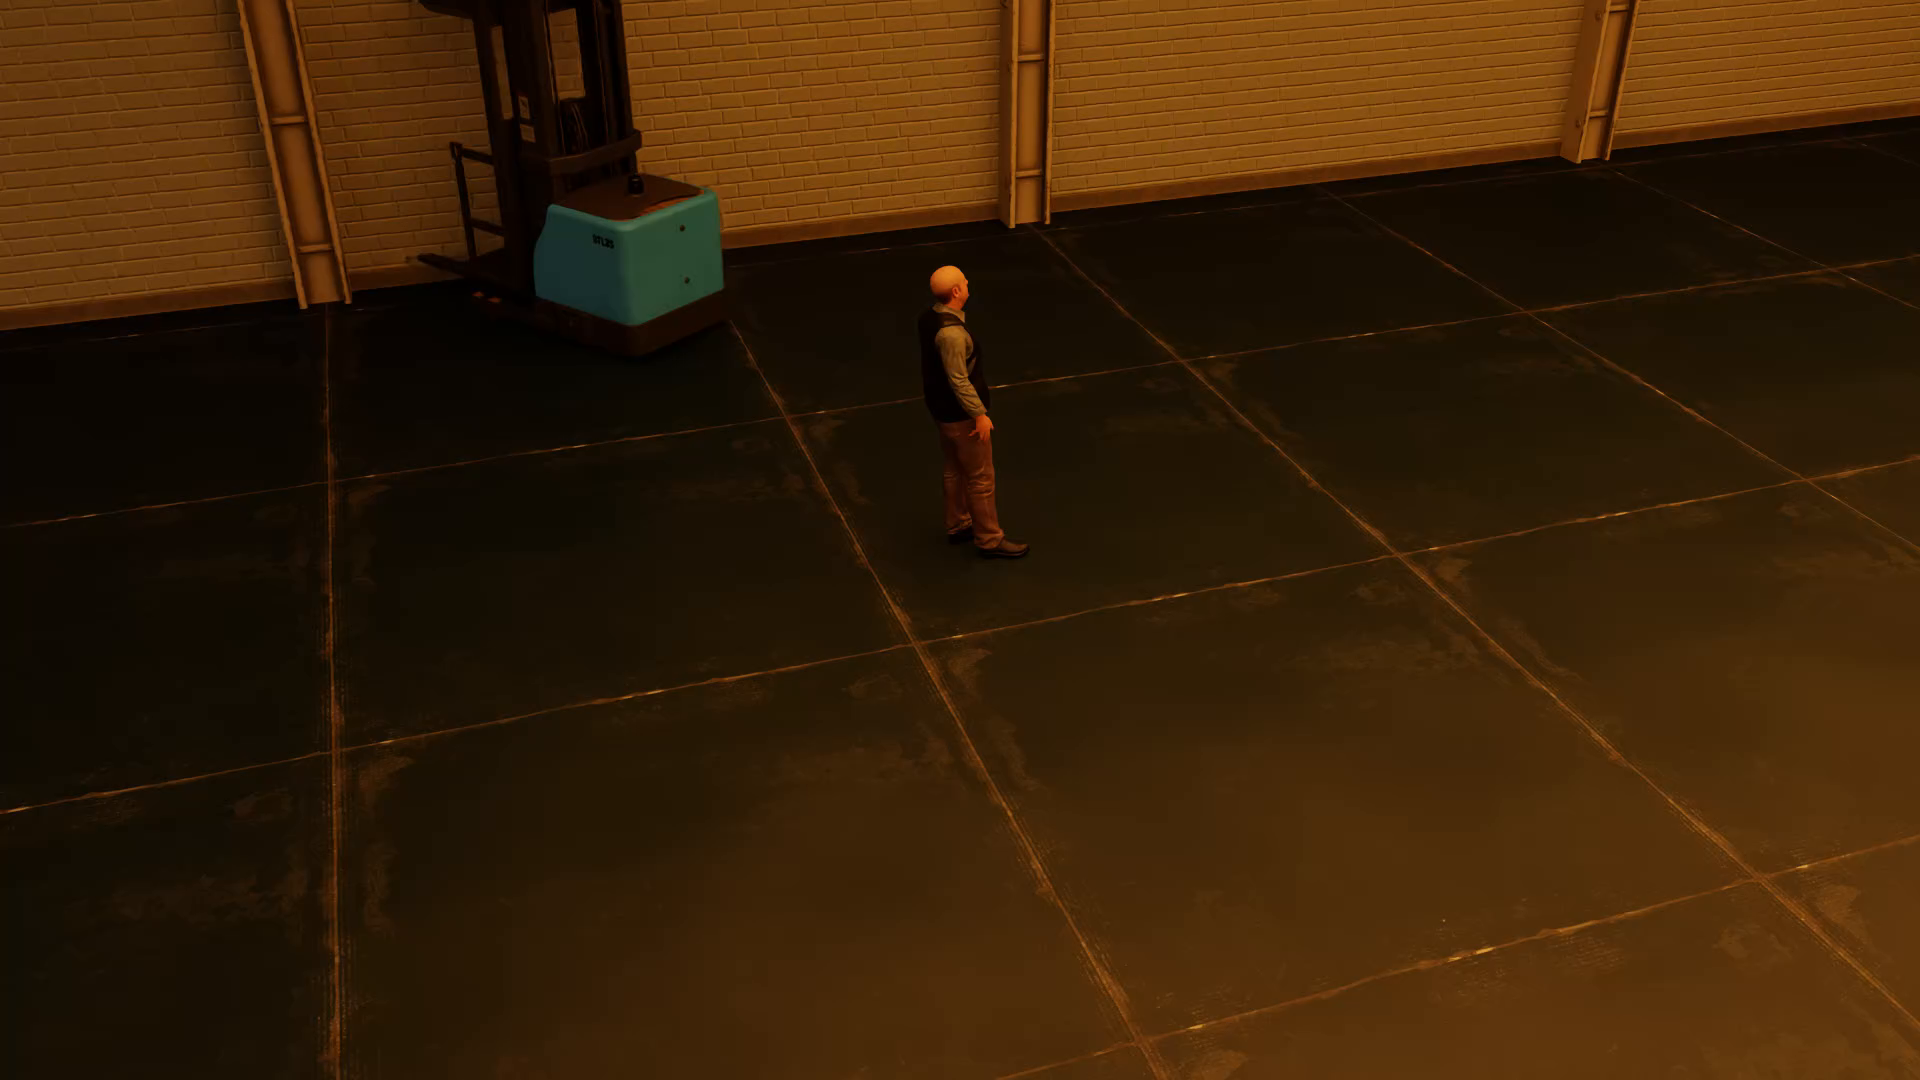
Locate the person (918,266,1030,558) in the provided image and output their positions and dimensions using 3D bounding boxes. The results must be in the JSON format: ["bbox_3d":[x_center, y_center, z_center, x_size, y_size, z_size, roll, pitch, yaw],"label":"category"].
[{"bbox_3d":[0.061,-0.758,9.603,0.568,1.720,0.632,-10,31,-16],"label":"person"}]

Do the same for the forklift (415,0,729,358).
[{"bbox_3d":[-3.278,-3.193,12.636,3.031,2.935,1.130,20,36,31],"label":"forklift"}]
